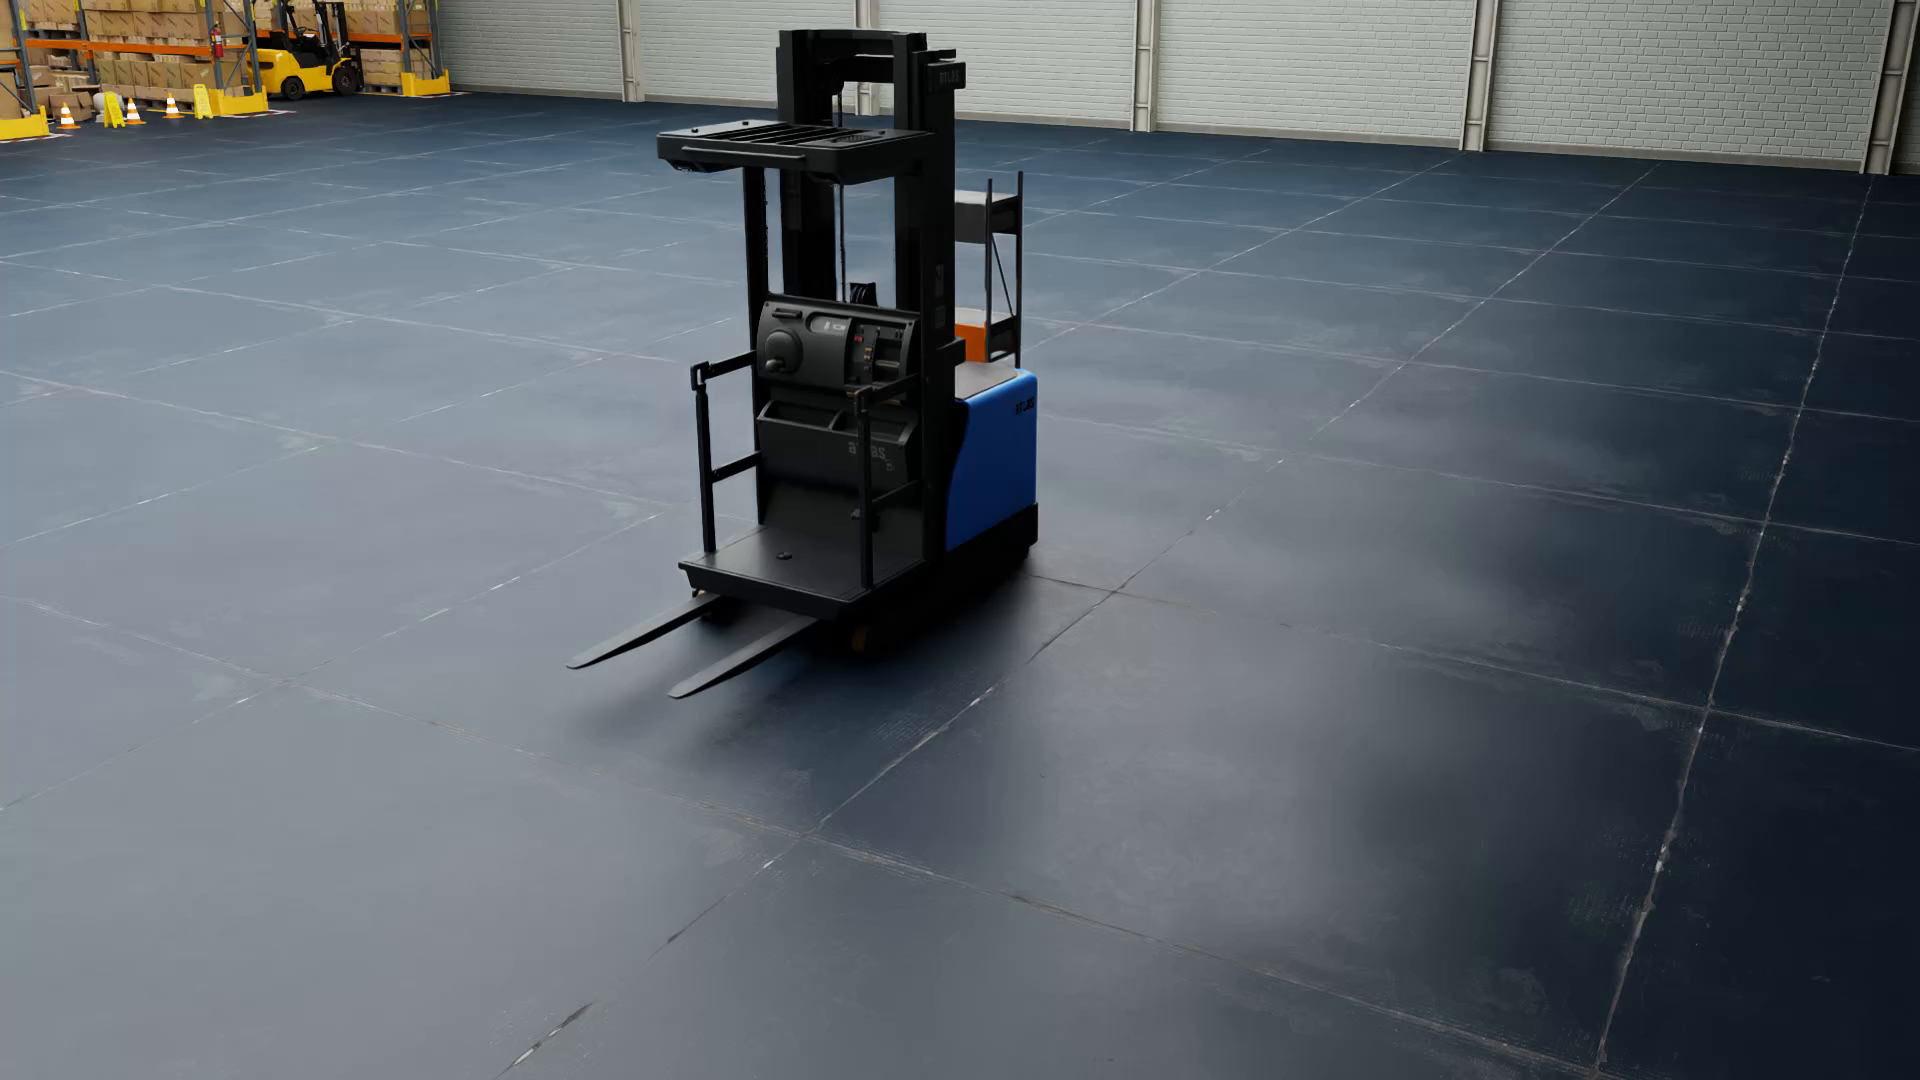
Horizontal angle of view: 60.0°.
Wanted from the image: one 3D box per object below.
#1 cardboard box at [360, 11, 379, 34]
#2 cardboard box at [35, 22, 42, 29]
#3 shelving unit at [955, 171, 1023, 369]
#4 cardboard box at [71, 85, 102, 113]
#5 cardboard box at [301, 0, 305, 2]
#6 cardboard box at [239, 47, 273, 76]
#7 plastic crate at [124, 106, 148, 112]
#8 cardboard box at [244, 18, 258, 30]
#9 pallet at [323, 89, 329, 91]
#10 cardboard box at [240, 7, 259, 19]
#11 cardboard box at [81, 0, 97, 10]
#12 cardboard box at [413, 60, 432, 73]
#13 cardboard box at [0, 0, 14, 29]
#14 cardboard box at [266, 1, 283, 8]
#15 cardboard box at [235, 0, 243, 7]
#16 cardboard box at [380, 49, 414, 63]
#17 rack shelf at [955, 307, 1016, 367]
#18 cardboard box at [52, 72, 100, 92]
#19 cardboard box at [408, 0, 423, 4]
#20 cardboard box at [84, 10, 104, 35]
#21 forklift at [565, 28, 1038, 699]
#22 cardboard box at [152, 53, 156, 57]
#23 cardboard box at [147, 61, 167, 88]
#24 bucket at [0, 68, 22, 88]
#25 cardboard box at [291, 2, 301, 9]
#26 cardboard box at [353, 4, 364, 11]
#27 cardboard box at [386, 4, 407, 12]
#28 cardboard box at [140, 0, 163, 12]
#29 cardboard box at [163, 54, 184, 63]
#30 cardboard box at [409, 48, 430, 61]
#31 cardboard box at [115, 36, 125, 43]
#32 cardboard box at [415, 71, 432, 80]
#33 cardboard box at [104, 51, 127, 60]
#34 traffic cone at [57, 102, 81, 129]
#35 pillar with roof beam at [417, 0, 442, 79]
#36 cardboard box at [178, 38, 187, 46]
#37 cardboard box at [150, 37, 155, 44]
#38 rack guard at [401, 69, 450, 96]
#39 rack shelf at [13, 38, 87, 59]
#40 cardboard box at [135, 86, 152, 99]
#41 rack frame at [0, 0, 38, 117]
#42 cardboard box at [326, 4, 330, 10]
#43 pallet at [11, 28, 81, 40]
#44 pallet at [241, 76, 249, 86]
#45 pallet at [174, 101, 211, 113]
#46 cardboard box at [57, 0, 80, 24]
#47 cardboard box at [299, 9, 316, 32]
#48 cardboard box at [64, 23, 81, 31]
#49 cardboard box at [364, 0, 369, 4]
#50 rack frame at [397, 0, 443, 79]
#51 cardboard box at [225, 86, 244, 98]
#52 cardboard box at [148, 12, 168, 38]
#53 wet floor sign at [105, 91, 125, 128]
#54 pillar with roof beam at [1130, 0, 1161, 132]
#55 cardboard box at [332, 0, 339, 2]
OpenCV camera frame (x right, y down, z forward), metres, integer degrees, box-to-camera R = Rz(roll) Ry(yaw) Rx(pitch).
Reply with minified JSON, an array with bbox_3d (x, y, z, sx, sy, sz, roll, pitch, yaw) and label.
[{"bbox_3d":[-13.171,-11.718,37.624,0.500,0.500,0.500,12,23,29],"label":"cardboard box"},{"bbox_3d":[-19.542,-11.022,35.604,0.250,0.149,0.380,11,23,27],"label":"cardboard box"},{"bbox_3d":[0.044,-1.120,9.874,0.503,2.100,0.431,11,23,28],"label":"shelving unit"},{"bbox_3d":[-17.802,-9.008,33.961,0.500,0.500,0.500,-7,21,-20],"label":"cardboard box"},{"bbox_3d":[-15.024,-12.538,38.496,0.250,0.149,0.380,10,22,26],"label":"cardboard box"},{"bbox_3d":[-16.791,-11.539,40.144,0.625,0.625,0.875,11,22,27],"label":"cardboard box"},{"bbox_3d":[-17.103,-8.887,34.249,0.583,0.080,0.402,3,20,9],"label":"plastic crate"},{"bbox_3d":[-16.666,-12.261,39.487,0.500,0.250,0.500,11,22,27],"label":"cardboard box"},{"bbox_3d":[-14.983,-10.788,39.295,1.213,0.211,1.003,11,23,27],"label":"pallet"},{"bbox_3d":[-16.663,-12.497,39.405,0.500,0.250,0.500,10,22,26],"label":"cardboard box"},{"bbox_3d":[-17.796,-11.284,34.526,0.500,0.500,0.700,11,22,27],"label":"cardboard box"},{"bbox_3d":[-12.474,-10.858,38.083,0.500,0.250,0.500,11,23,28],"label":"cardboard box"},{"bbox_3d":[-17.213,-9.261,29.193,0.550,0.550,0.875,11,23,27],"label":"cardboard box"},{"bbox_3d":[-16.063,-12.586,39.066,0.250,0.149,0.380,12,23,29],"label":"cardboard box"},{"bbox_3d":[-16.978,-12.747,39.508,0.250,0.149,0.380,10,22,26],"label":"cardboard box"},{"bbox_3d":[-12.719,-10.937,37.567,0.500,0.250,0.500,12,23,29],"label":"cardboard box"},{"bbox_3d":[0.044,-1.107,9.879,0.480,0.518,0.431,11,23,28],"label":"rack shelf"},{"bbox_3d":[-19.163,-9.932,36.085,0.625,0.372,0.950,12,23,31],"label":"cardboard box"},{"bbox_3d":[-12.354,-12.190,37.536,0.250,0.149,0.380,10,22,26],"label":"cardboard box"},{"bbox_3d":[-17.826,-10.796,34.645,0.500,0.500,0.500,11,23,27],"label":"cardboard box"},{"bbox_3d":[-0.743,-0.974,8.253,1.130,2.935,3.031,12,23,29],"label":"forklift"},{"bbox_3d":[-20.055,-12.024,41.663,0.500,0.500,0.500,10,22,26],"label":"cardboard box"},{"bbox_3d":[-16.303,-9.585,34.206,0.500,0.500,0.500,10,22,26],"label":"cardboard box"},{"bbox_3d":[-19.157,-9.114,33.164,0.726,0.611,0.620,-16,16,-38],"label":"bucket"},{"bbox_3d":[-15.280,-12.422,38.612,0.250,0.149,0.380,11,23,29],"label":"cardboard box"},{"bbox_3d":[-13.505,-12.074,37.655,0.250,0.149,0.380,10,22,26],"label":"cardboard box"},{"bbox_3d":[-12.604,-11.904,37.186,0.250,0.149,0.380,11,23,28],"label":"cardboard box"},{"bbox_3d":[-16.068,-10.917,33.514,0.500,0.500,0.700,10,22,27],"label":"cardboard box"},{"bbox_3d":[-15.980,-9.802,33.853,0.250,0.149,0.380,11,23,28],"label":"cardboard box"},{"bbox_3d":[-12.492,-11.089,37.988,0.500,0.250,0.500,10,22,26],"label":"cardboard box"},{"bbox_3d":[-17.264,-10.386,34.467,0.250,0.149,0.380,12,23,29],"label":"cardboard box"},{"bbox_3d":[-12.498,-10.623,38.168,0.500,0.250,0.500,11,23,28],"label":"cardboard box"},{"bbox_3d":[-17.611,-10.110,34.704,0.250,0.149,0.380,11,23,28],"label":"cardboard box"},{"bbox_3d":[-16.679,-7.928,31.042,0.334,0.463,0.336,11,23,27],"label":"traffic cone"},{"bbox_3d":[-14.432,-13.501,33.888,0.400,9.000,9.100,11,23,27],"label":"pillar with roof beam"},{"bbox_3d":[-15.502,-10.039,33.509,0.250,0.149,0.380,10,22,26],"label":"cardboard box"},{"bbox_3d":[-16.338,-10.240,34.065,0.250,0.149,0.380,11,23,27],"label":"cardboard box"},{"bbox_3d":[-12.144,-10.399,37.800,0.348,0.500,1.175,11,23,27],"label":"rack guard"},{"bbox_3d":[-19.820,-10.760,36.183,4.000,0.370,1.077,11,23,27],"label":"rack shelf"},{"bbox_3d":[-16.755,-9.319,34.572,0.500,0.250,0.500,10,22,27],"label":"cardboard box"},{"bbox_3d":[-16.908,-8.610,29.201,0.127,3.000,1.000,11,23,27],"label":"rack frame"},{"bbox_3d":[-14.403,-12.243,38.119,0.250,0.149,0.380,10,22,26],"label":"cardboard box"},{"bbox_3d":[-19.818,-11.023,36.136,1.213,0.211,1.003,11,23,27],"label":"pallet"},{"bbox_3d":[-17.388,-11.246,40.559,1.213,0.211,1.003,11,23,27],"label":"pallet"},{"bbox_3d":[-15.340,-8.947,34.222,1.213,0.211,1.003,11,23,27],"label":"pallet"},{"bbox_3d":[-18.589,-11.158,35.028,0.500,0.500,0.500,10,22,26],"label":"cardboard box"},{"bbox_3d":[-14.934,-12.057,38.559,0.500,0.500,0.500,11,23,28],"label":"cardboard box"},{"bbox_3d":[-18.658,-10.848,35.124,0.250,0.149,0.380,11,23,28],"label":"cardboard box"},{"bbox_3d":[-13.233,-12.198,37.559,0.250,0.149,0.380,11,23,28],"label":"cardboard box"},{"bbox_3d":[-12.165,-11.578,37.385,0.127,3.000,1.000,11,23,27],"label":"rack frame"},{"bbox_3d":[-15.151,-9.221,34.304,0.500,0.250,0.500,11,22,27],"label":"cardboard box"},{"bbox_3d":[-16.060,-10.464,33.730,0.500,0.500,0.500,11,23,27],"label":"cardboard box"},{"bbox_3d":[-15.917,-8.087,31.214,0.232,0.644,0.267,7,21,18],"label":"wet floor sign"},{"bbox_3d":[1.282,-10.508,25.636,0.400,9.000,9.100,11,23,27],"label":"pillar with roof beam"},{"bbox_3d":[-14.133,-12.367,38.026,0.250,0.149,0.380,11,23,28],"label":"cardboard box"}]
